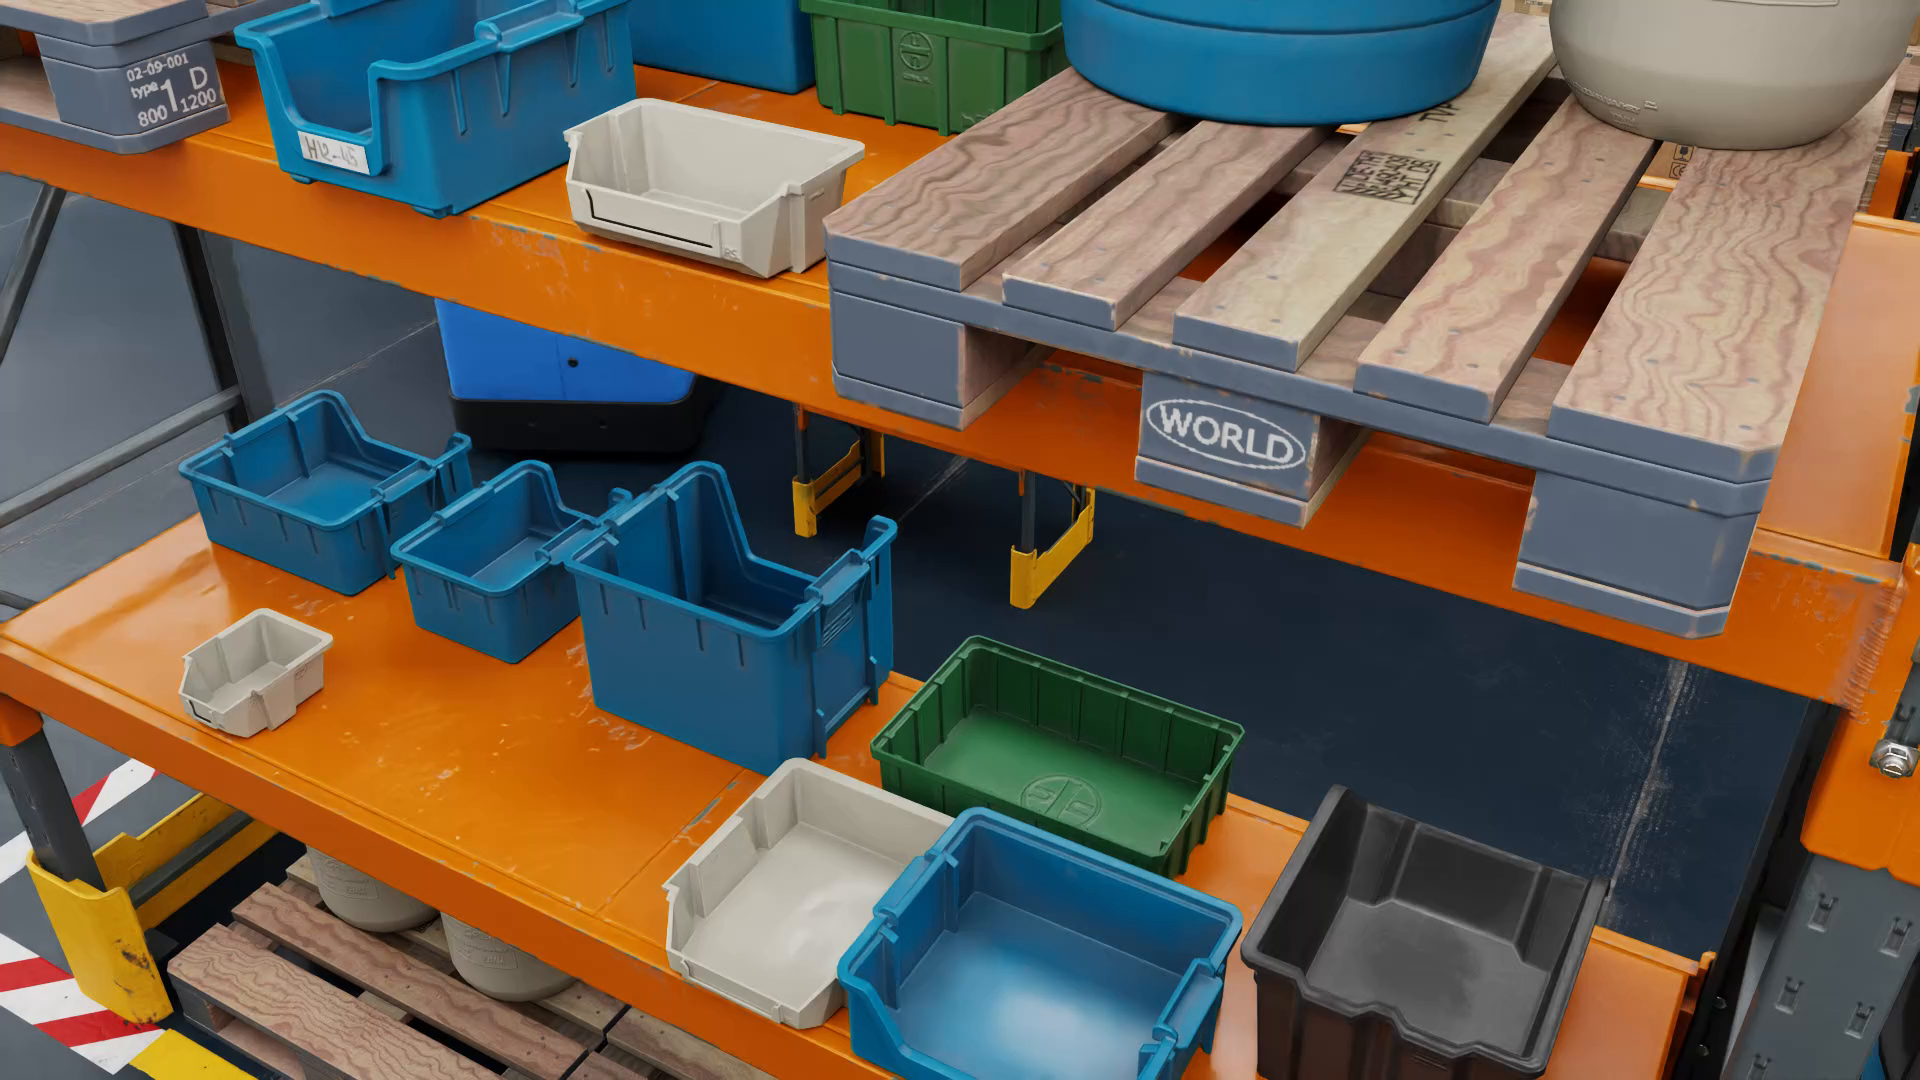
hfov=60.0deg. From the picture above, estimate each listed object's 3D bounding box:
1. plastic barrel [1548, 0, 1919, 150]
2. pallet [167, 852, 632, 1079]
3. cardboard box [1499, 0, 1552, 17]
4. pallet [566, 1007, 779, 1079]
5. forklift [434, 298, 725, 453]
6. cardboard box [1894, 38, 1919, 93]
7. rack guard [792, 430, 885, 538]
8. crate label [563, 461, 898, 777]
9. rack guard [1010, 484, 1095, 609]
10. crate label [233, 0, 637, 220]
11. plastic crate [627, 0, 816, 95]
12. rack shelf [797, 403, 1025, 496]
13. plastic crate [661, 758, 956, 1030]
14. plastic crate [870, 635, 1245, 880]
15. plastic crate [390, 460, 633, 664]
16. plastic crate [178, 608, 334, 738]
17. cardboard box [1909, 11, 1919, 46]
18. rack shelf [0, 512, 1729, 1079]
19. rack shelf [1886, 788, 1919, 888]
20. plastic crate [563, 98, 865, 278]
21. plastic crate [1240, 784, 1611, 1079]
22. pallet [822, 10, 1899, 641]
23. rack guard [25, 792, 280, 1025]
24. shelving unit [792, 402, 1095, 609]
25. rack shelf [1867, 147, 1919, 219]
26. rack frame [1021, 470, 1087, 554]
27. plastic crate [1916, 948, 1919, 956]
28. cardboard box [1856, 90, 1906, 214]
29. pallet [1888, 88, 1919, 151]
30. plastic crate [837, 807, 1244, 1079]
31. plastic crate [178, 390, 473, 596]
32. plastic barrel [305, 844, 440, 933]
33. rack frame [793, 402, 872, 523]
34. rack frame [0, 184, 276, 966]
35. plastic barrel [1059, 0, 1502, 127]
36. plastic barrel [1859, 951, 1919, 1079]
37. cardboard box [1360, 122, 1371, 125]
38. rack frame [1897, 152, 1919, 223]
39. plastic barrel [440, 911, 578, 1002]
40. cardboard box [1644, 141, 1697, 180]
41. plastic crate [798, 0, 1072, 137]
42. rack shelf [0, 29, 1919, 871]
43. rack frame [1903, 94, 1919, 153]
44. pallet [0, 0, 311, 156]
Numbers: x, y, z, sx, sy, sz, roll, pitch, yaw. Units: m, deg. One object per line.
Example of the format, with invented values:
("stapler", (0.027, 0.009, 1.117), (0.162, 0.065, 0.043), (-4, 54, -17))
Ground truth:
("plastic barrel", (0.966, -0.775, 2.022), (0.421, 0.512, 0.421), (0, 34, 0))
("pallet", (-1.438, 1.192, 4.769), (1.213, 0.211, 1.003), (18, 37, 24))
("cardboard box", (2.259, -2.109, 6.535), (0.250, 0.149, 0.380), (19, 38, 26))
("pallet", (-0.383, 1.528, 4.265), (1.213, 0.211, 1.003), (18, 37, 24))
("forklift", (-1.619, -2.381, 7.681), (1.130, 2.935, 3.031), (1, 34, 2))
("cardboard box", (3.361, -1.759, 6.009), (0.250, 0.149, 0.380), (18, 37, 24))
("rack guard", (-0.499, -0.262, 6.918), (0.087, 0.250, 0.587), (18, 37, 24))
("crate label", (-0.498, 0.169, 3.759), (0.616, 0.435, 0.502), (18, 37, 24))
("rack guard", (0.366, 0.012, 6.507), (0.087, 0.250, 0.587), (18, 37, 24))
("crate label", (-0.769, -0.706, 2.531), (0.408, 0.251, 0.502), (18, 37, 24))
("plastic crate", (-0.425, -1.055, 2.936), (0.575, 0.384, 0.392), (18, 37, 24))
("rack shelf", (-0.074, -0.498, 6.469), (1.000, 0.185, 0.538), (18, 37, 24))
("plastic crate", (-0.293, 0.692, 3.242), (0.437, 0.136, 0.530), (18, 37, 24))
("plastic crate", (0.204, 0.486, 3.504), (0.662, 0.188, 0.450), (18, 37, 24))
("plastic crate", (-1.086, 0.044, 4.112), (0.408, 0.251, 0.499), (18, 37, 24))
("plastic crate", (-1.613, 0.318, 3.804), (0.250, 0.136, 0.298), (18, 37, 24))
("cardboard box", (3.315, -2.176, 6.051), (0.500, 0.500, 0.700), (18, 38, 25))
("rack shelf", (-0.494, 0.657, 3.707), (4.000, 0.370, 1.077), (18, 37, 24))
("rack shelf", (2.979, 0.508, 1.223), (4.000, 0.370, 1.077), (18, 37, 24))
("plastic crate", (-0.352, -0.478, 2.294), (0.396, 0.136, 0.243), (18, 37, 24))
("plastic crate", (0.851, 0.728, 3.006), (0.504, 0.338, 0.767), (18, 37, 24))
("pallet", (0.568, -0.414, 2.129), (1.003, 0.211, 1.213), (18, 37, 24))
("rack guard", (-2.141, 0.846, 5.029), (0.348, 0.500, 1.175), (18, 37, 24))
("shelving unit", (-0.066, -0.645, 6.366), (1.083, 1.500, 0.587), (18, 37, 24))
("rack shelf", (1.967, -1.726, 7.285), (4.000, 0.370, 1.077), (18, 37, 24))
("rack frame", (0.367, -0.508, 6.160), (0.032, 1.500, 0.500), (18, 37, 24))
("plastic crate", (1.815, 0.867, 2.685), (0.583, 0.464, 0.402), (18, 37, 24))
("cardboard box", (3.315, -1.636, 6.410), (0.500, 0.500, 0.700), (17, 37, 23))
("pallet", (5.557, -2.867, 10.865), (1.213, 0.211, 1.003), (18, 37, 24))
("plastic crate", (0.147, 0.796, 2.983), (0.616, 0.251, 0.499), (18, 37, 24))
("plastic crate", (-1.647, -0.137, 4.384), (0.616, 0.251, 0.499), (18, 37, 24))
("plastic barrel", (-1.621, 0.812, 4.690), (0.421, 0.512, 0.421), (0, 34, 0))
("rack frame", (-0.515, -0.788, 6.579), (0.032, 1.500, 0.500), (18, 37, 24))
("rack frame", (-2.230, -0.193, 4.333), (0.127, 3.000, 1.000), (18, 37, 24))
("plastic barrel", (0.431, -1.050, 2.083), (0.708, 0.901, 0.600), (18, 37, 24))
("plastic barrel", (1.428, 0.951, 2.164), (0.708, 0.901, 0.600), (18, 37, 24))
("cardboard box", (1.975, -2.058, 7.044), (0.500, 0.500, 0.700), (19, 38, 26))
("rack frame", (3.703, -1.475, 6.259), (0.127, 3.000, 1.000), (18, 37, 24))
("plastic barrel", (-1.186, 0.950, 4.483), (0.421, 0.512, 0.421), (0, 34, 0))
("cardboard box", (2.854, -1.778, 6.623), (0.500, 0.500, 0.700), (17, 37, 24))
("plastic crate", (0.008, -0.818, 2.757), (0.450, 0.188, 0.336), (18, 37, 24))
("rack shelf", (-0.494, -0.592, 2.875), (4.000, 0.370, 1.077), (18, 37, 24))
("rack frame", (6.158, -3.860, 9.841), (0.127, 3.000, 1.000), (18, 37, 24))
("pallet", (-1.561, -1.088, 3.142), (1.213, 0.211, 1.003), (18, 37, 24))
